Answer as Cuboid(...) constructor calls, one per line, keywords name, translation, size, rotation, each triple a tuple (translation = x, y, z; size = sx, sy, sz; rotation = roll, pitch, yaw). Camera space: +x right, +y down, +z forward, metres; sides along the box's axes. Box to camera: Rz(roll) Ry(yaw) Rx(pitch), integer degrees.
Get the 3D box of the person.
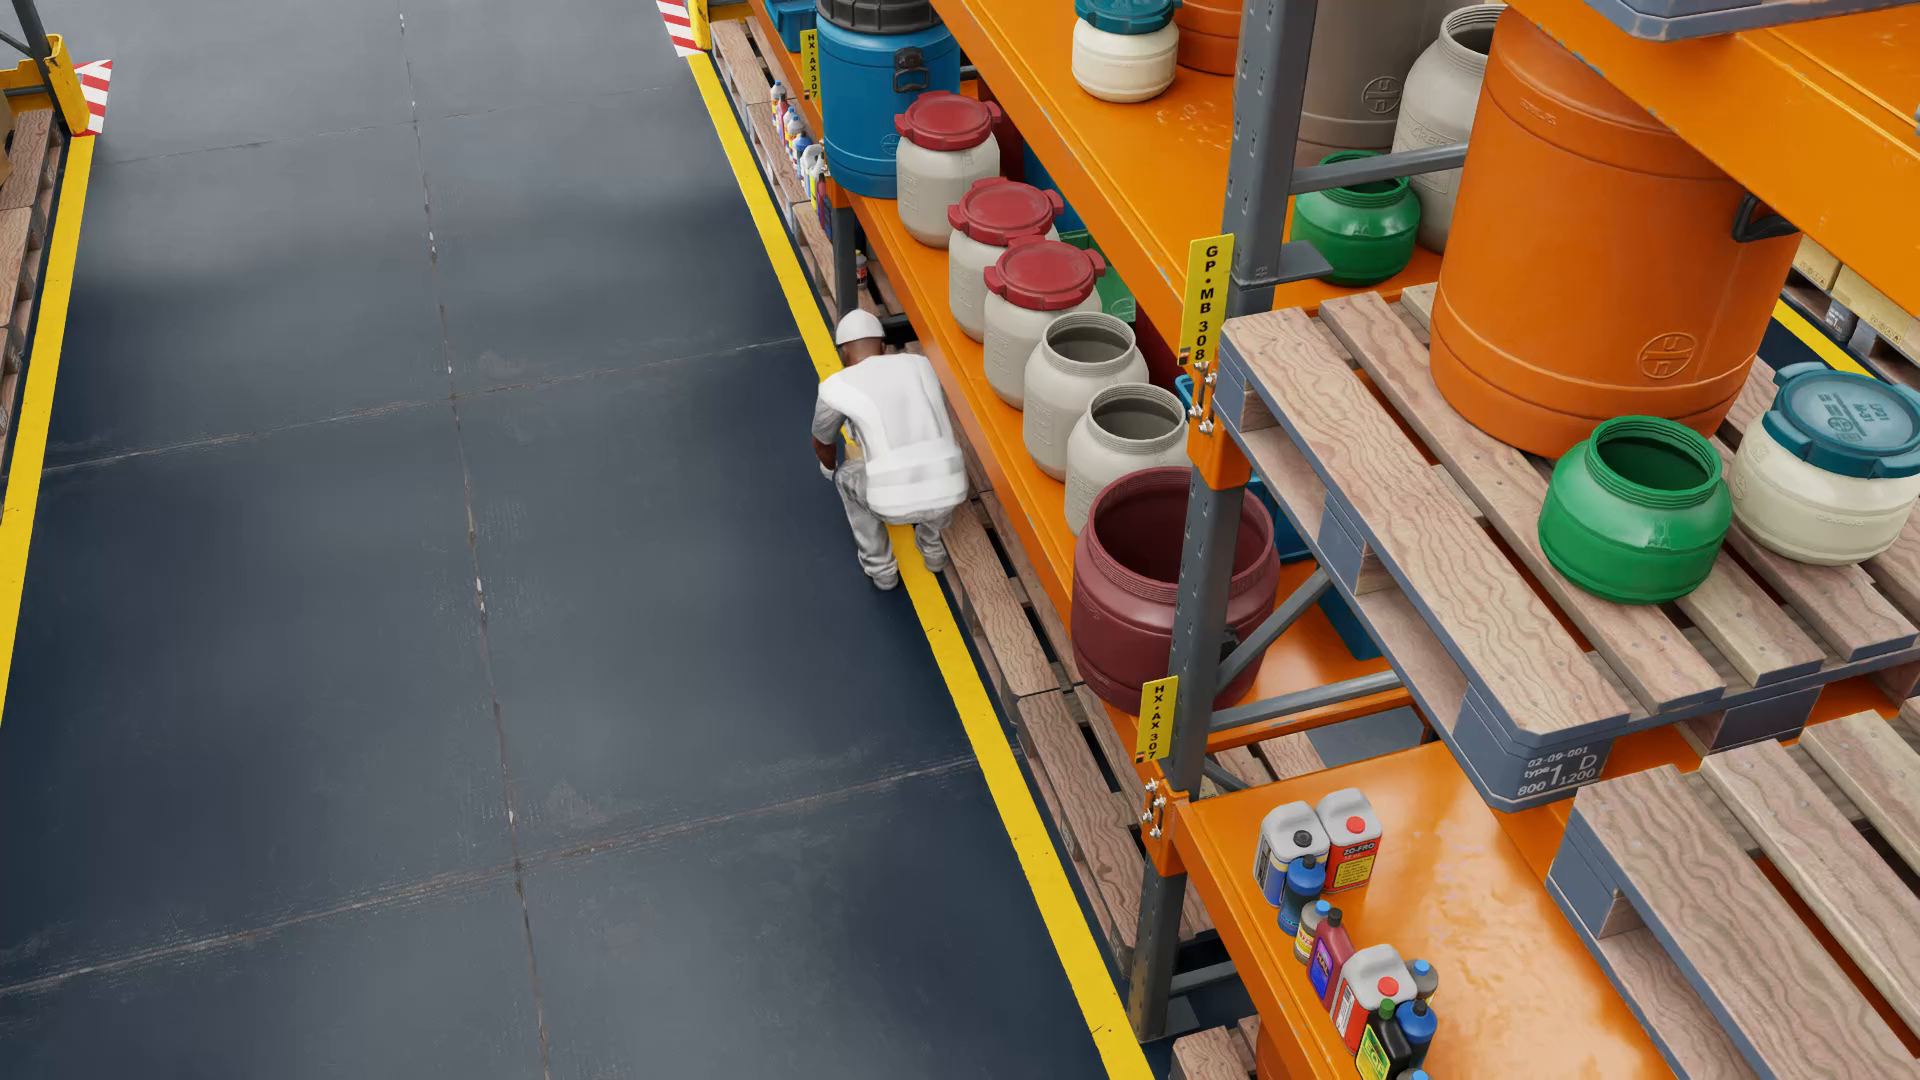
Cuboid(name="person", translation=(-0.306, -0.342, 7.069), size=(0.580, 1.061, 0.888), rotation=(-12, 43, -13))
